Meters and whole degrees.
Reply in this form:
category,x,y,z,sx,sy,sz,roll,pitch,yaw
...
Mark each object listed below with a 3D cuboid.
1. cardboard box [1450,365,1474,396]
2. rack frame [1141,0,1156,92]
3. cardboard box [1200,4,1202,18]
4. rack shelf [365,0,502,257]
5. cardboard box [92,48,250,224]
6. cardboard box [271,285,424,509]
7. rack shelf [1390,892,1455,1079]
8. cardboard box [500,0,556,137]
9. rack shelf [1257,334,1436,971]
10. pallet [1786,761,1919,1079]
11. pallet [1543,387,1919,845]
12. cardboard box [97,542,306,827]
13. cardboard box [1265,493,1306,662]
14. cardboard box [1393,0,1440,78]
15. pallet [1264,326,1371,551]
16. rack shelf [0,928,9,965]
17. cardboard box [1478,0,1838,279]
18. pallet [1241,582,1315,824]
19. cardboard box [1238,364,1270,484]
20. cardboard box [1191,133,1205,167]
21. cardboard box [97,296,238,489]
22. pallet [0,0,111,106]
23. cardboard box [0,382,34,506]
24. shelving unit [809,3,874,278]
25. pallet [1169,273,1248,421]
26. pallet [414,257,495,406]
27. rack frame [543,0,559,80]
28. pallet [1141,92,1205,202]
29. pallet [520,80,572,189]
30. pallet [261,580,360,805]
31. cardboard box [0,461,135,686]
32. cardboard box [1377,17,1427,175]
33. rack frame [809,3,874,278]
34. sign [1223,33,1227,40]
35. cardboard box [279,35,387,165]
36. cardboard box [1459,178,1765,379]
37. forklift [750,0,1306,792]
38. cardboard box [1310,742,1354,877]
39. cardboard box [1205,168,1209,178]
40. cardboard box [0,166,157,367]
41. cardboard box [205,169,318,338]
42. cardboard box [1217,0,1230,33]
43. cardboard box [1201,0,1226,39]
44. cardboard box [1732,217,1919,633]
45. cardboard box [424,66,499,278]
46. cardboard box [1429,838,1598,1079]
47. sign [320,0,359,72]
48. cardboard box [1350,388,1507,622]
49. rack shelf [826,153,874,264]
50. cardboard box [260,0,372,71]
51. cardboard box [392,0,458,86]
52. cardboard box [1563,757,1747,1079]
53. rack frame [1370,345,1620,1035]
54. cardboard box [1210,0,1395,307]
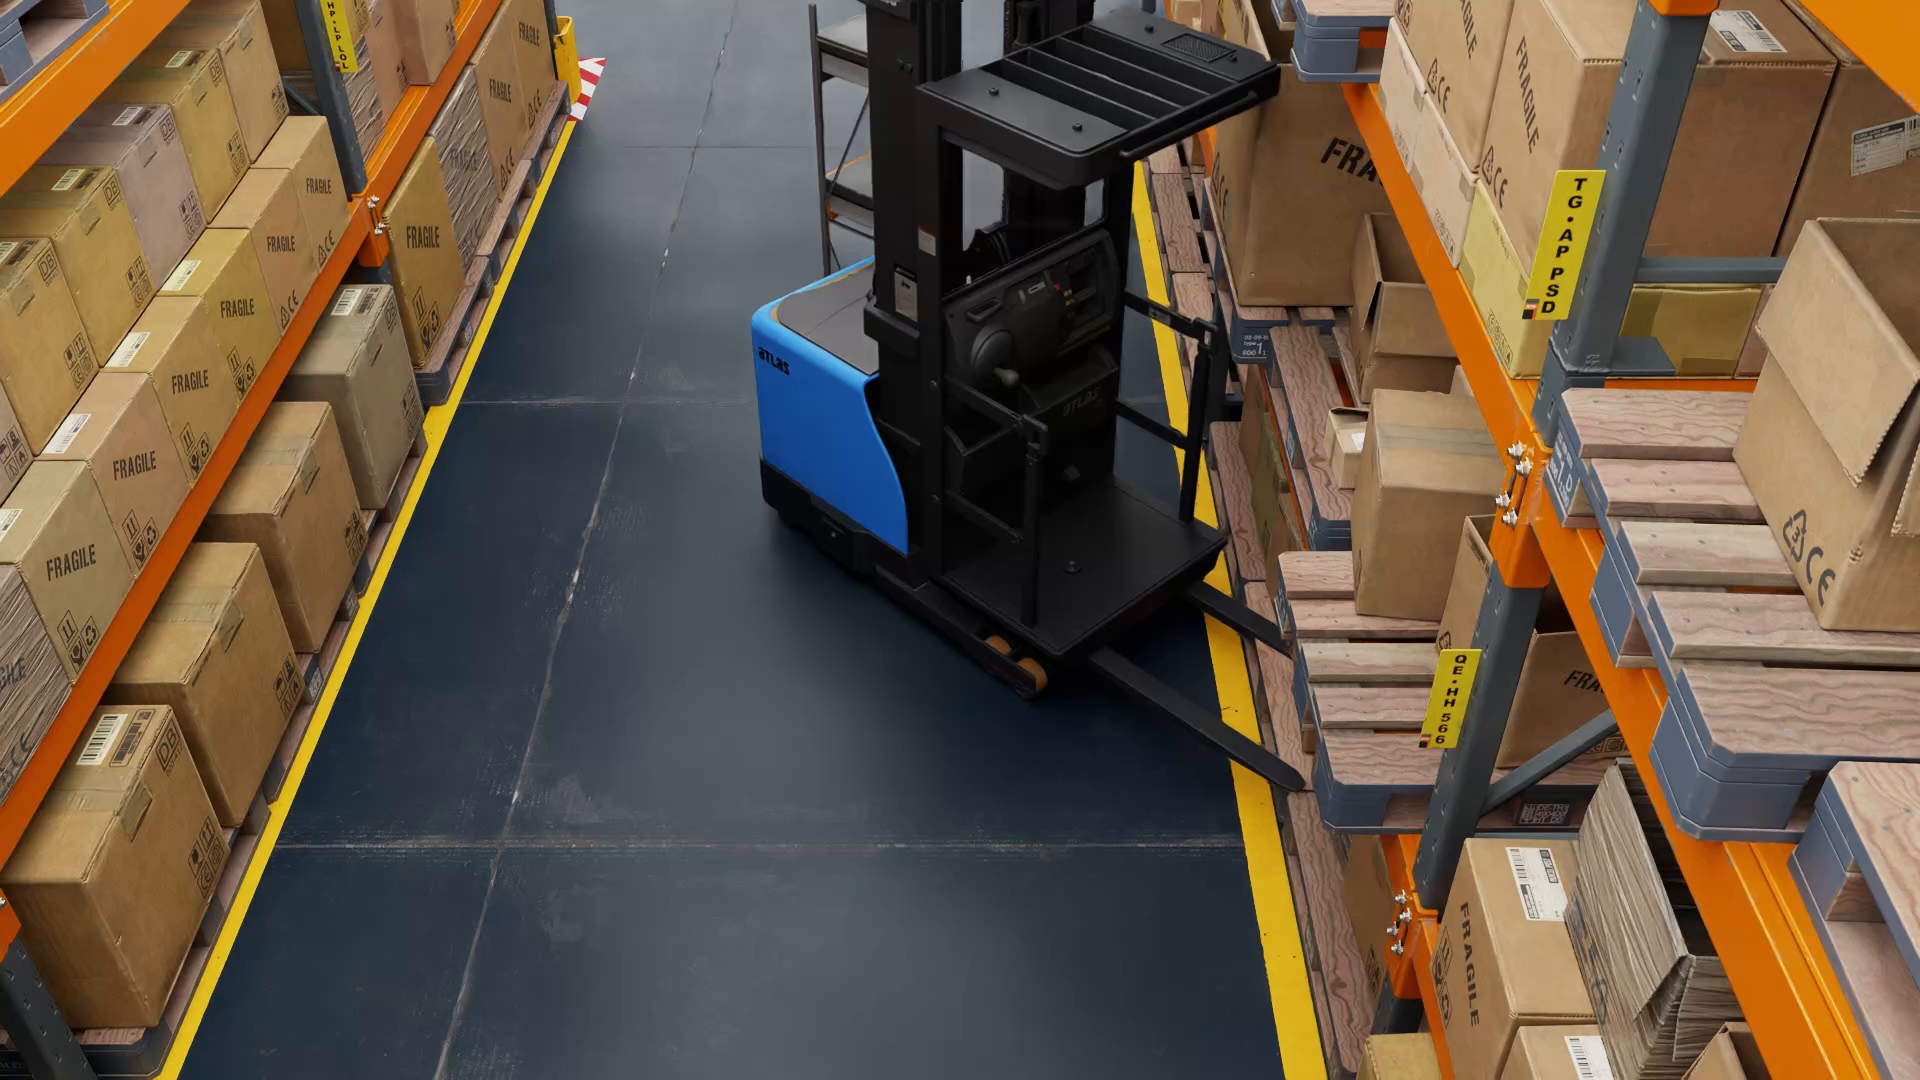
category,x,y,z,sx,sy,sz,roll,pitch,yaw
cardboard box,1.952,-0.354,5.577,0.500,0.250,0.500,-1,39,-1
rack frame,1.715,-4.203,10.596,1.000,3.000,0.127,0,39,0
cardboard box,1.515,-2.832,9.086,0.380,0.149,0.250,0,39,0
rack shelf,-3.243,-2.731,9.334,1.077,0.370,4.000,0,39,0
cardboard box,-3.231,-1.558,6.416,0.700,0.500,0.500,-1,39,-1
cardboard box,-3.150,-0.659,7.637,1.050,0.750,0.750,0,39,0
rack shelf,1.727,2.331,3.017,1.077,0.370,4.000,0,39,0
cardboard box,-3.178,-3.173,10.674,0.875,0.875,0.875,0,39,0
rack shelf,1.722,-0.170,6.139,1.077,0.370,4.000,0,39,0
pallet,1.782,0.805,2.099,1.003,0.211,1.213,2,39,2
pallet,1.778,0.106,2.972,1.213,0.211,1.003,2,39,2
cardboard box,-3.151,0.527,6.157,1.050,0.750,0.750,1,39,1
cardboard box,1.682,0.135,6.831,0.700,0.500,0.500,-3,39,-4
cardboard box,1.477,-1.533,4.386,0.500,0.500,0.500,1,39,1
pallet,1.681,-0.363,5.958,1.003,0.211,1.213,0,39,0
rack shelf,-3.233,2.272,3.092,1.077,0.370,4.000,0,39,0
cardboard box,1.474,-0.903,3.599,0.500,0.500,0.500,1,39,1
pallet,1.726,0.639,6.784,1.003,0.211,1.213,0,39,0
cardboard box,1.699,-0.514,7.639,0.700,0.500,0.500,-3,39,-4
cardboard box,1.734,-2.627,10.292,0.500,0.500,0.500,10,40,12
cardboard box,-2.968,-0.524,5.926,0.500,0.500,0.500,0,39,-1
pallet,-3.294,-1.458,4.923,1.003,0.211,1.213,2,39,2
cardboard box,-3.228,-0.286,4.828,0.700,0.500,0.500,-1,39,-1
shelving unit,-0.355,-1.587,8.051,0.431,2.100,0.503,28,47,31
pallet,1.684,-1.033,8.870,1.003,0.211,1.213,0,39,0
pallet,-3.163,-1.148,9.014,1.003,0.211,1.213,0,39,0
rack frame,-3.245,-4.262,10.670,1.000,3.000,0.127,0,39,0
pallet,1.681,-2.559,10.774,1.003,0.211,1.213,0,39,0
pallet,-3.166,-2.674,10.918,1.003,0.211,1.213,0,39,0
pallet,-3.160,0.574,6.864,1.003,0.211,1.213,0,39,0
cardboard box,-2.970,0.103,5.143,0.500,0.500,0.500,0,39,0
cardboard box,1.467,-1.233,4.612,0.500,0.250,0.500,1,39,1
rack frame,-0.513,-1.471,7.906,0.400,2.100,0.015,28,47,31
sign,1.177,-2.034,7.197,0.100,0.325,0.005,0,39,0
cardboard box,-3.253,-2.050,7.790,0.875,0.550,0.550,0,39,0
cardboard box,1.478,-0.609,3.833,0.500,0.250,0.500,0,39,0
forklift,0.448,-0.854,6.471,1.130,2.935,3.031,-31,48,-33
cardboard box,1.690,0.838,5.953,0.700,0.500,0.500,-3,39,-4
cardboard box,1.672,-1.886,9.368,0.500,0.500,0.500,-3,39,-4
cardboard box,-3.232,-0.926,5.628,0.700,0.500,0.500,0,39,0
cardboard box,-2.972,-1.158,6.716,0.500,0.500,0.500,0,39,-1
cardboard box,1.444,-2.528,7.388,0.500,0.500,0.500,0,39,0
cardboard box,1.714,-2.763,8.482,0.875,0.500,0.500,0,39,0
cardboard box,1.797,-0.193,2.775,0.797,0.503,0.637,2,39,3
cardboard box,-3.176,-2.053,9.276,0.875,0.875,0.875,0,39,0
cardboard box,1.453,1.065,3.942,0.500,0.500,0.500,1,39,1
sign,-2.698,-2.188,7.220,0.100,0.325,0.005,0,39,0
cardboard box,1.583,-0.090,5.047,0.700,0.500,0.500,5,39,7
rack shelf,-0.355,-1.576,8.059,0.431,0.518,0.480,28,47,31
cardboard box,-3.206,-2.472,7.452,0.875,0.550,0.550,0,39,0
cardboard box,-3.159,-2.732,8.640,0.875,0.550,0.550,0,39,0
cardboard box,1.709,0.827,3.437,0.797,0.503,0.637,1,39,1
rack frame,1.724,0.800,4.353,1.000,3.000,0.127,0,39,0
cardboard box,1.581,-1.602,6.535,1.000,1.000,1.000,0,39,0
